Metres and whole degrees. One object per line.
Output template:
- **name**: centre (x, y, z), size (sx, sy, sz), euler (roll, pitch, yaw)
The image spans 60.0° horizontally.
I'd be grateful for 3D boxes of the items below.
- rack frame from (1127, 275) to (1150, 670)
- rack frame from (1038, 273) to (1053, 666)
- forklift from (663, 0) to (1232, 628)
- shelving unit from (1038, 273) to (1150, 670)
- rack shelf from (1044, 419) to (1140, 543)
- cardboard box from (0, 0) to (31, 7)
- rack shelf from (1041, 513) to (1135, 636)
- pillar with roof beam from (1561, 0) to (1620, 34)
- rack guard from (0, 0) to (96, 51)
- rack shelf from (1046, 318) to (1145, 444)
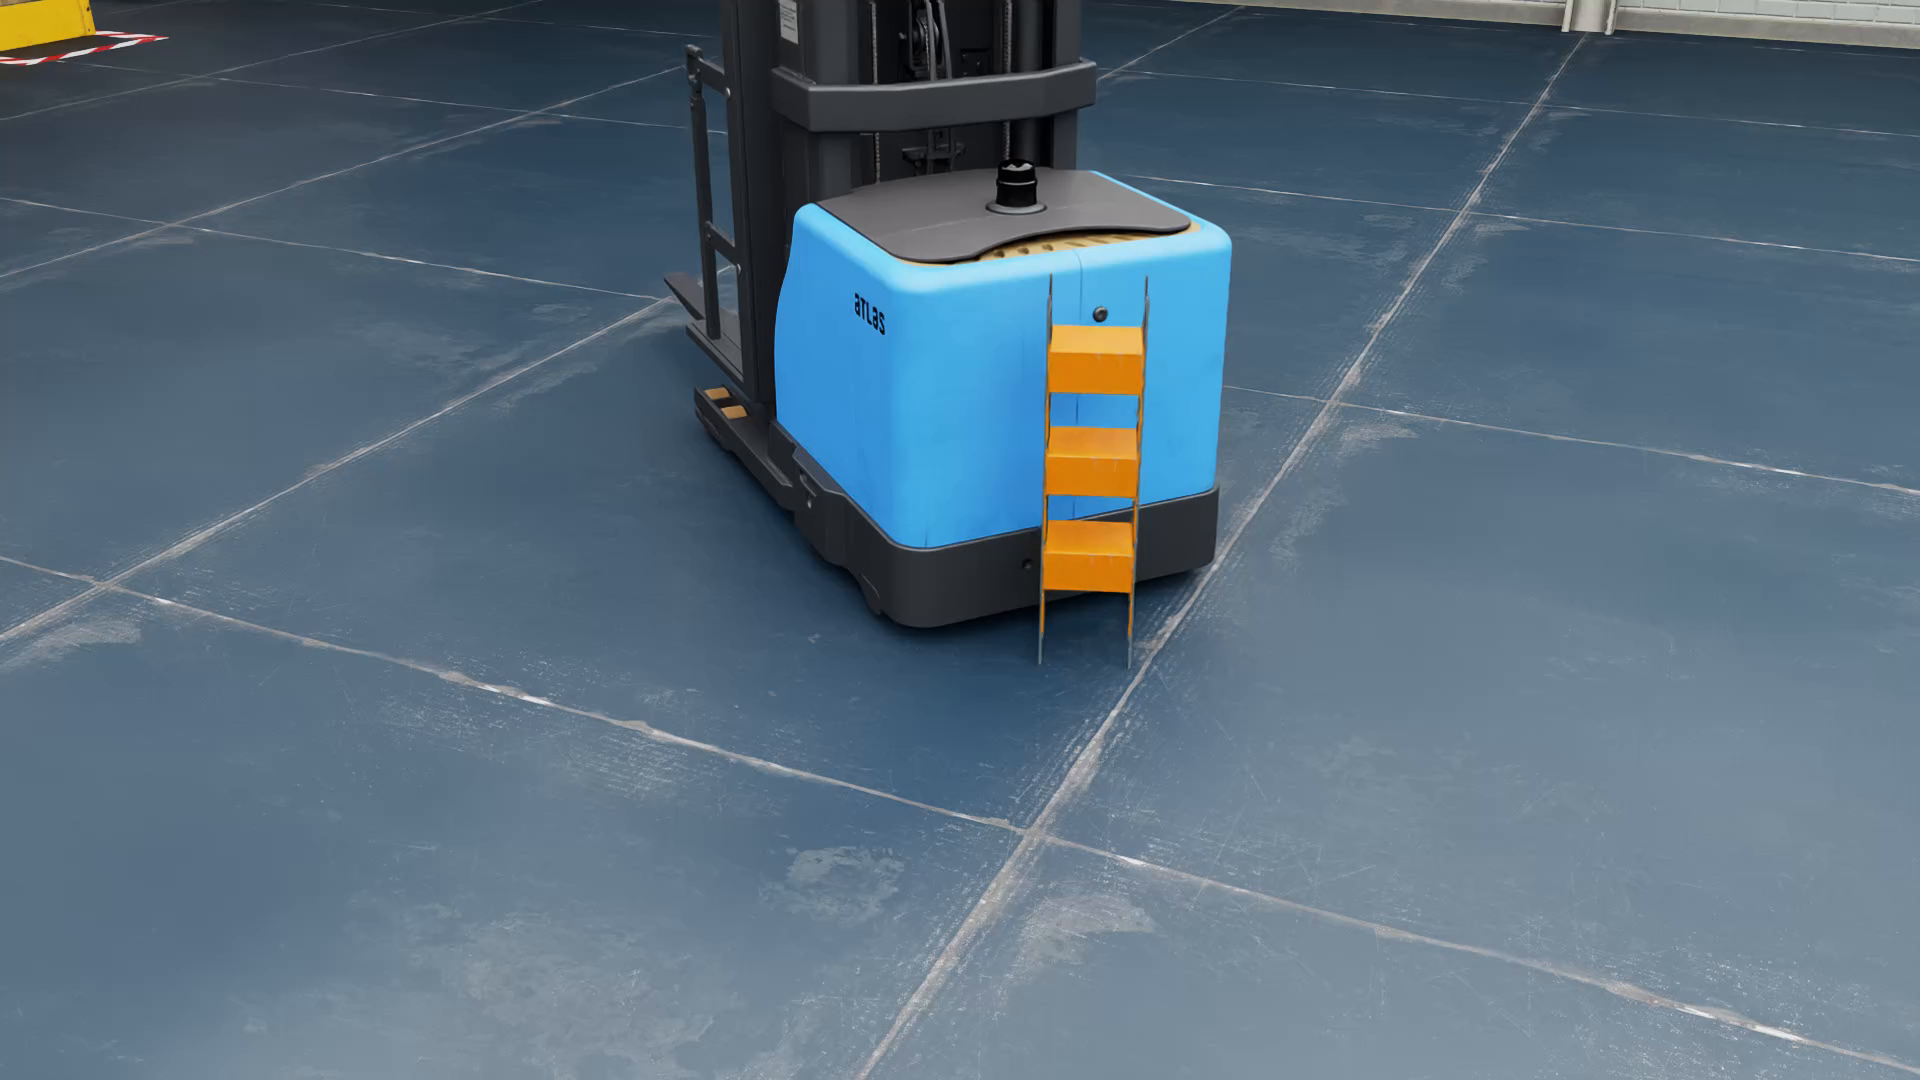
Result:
- **rack frame**: centre (0.469, -0.162, 4.390), size (0.008, 1.050, 0.200), euler (2, 26, 4)
- **rack frame**: centre (0.226, -0.171, 4.408), size (0.008, 1.050, 0.200), euler (2, 26, 4)
- **forklift**: centre (-0.312, -1.695, 5.375), size (1.130, 2.935, 3.031), euler (-12, 28, -22)
- **shelving unit**: centre (0.348, -0.166, 4.399), size (0.252, 1.050, 0.215), euler (2, 26, 4)
- **rack shelf**: centre (0.348, -0.157, 4.404), size (0.240, 0.259, 0.215), euler (2, 26, 4)
- **cardboard box**: centre (-8.074, -4.537, 13.706), size (0.500, 0.250, 0.500), euler (11, 28, 21)
- **rack shelf**: centre (0.348, 0.093, 4.527), size (0.240, 0.259, 0.215), euler (2, 26, 4)
- **pillar with roof beam**: centre (3.478, -6.576, 8.419), size (0.400, 9.000, 9.100), euler (11, 28, 22)
- **rack guard**: centre (-7.523, -4.216, 13.247), size (0.348, 0.500, 1.175), euler (11, 28, 22)
- **rack shelf**: centre (0.348, -0.411, 4.278), size (0.240, 0.259, 0.215), euler (2, 26, 4)
